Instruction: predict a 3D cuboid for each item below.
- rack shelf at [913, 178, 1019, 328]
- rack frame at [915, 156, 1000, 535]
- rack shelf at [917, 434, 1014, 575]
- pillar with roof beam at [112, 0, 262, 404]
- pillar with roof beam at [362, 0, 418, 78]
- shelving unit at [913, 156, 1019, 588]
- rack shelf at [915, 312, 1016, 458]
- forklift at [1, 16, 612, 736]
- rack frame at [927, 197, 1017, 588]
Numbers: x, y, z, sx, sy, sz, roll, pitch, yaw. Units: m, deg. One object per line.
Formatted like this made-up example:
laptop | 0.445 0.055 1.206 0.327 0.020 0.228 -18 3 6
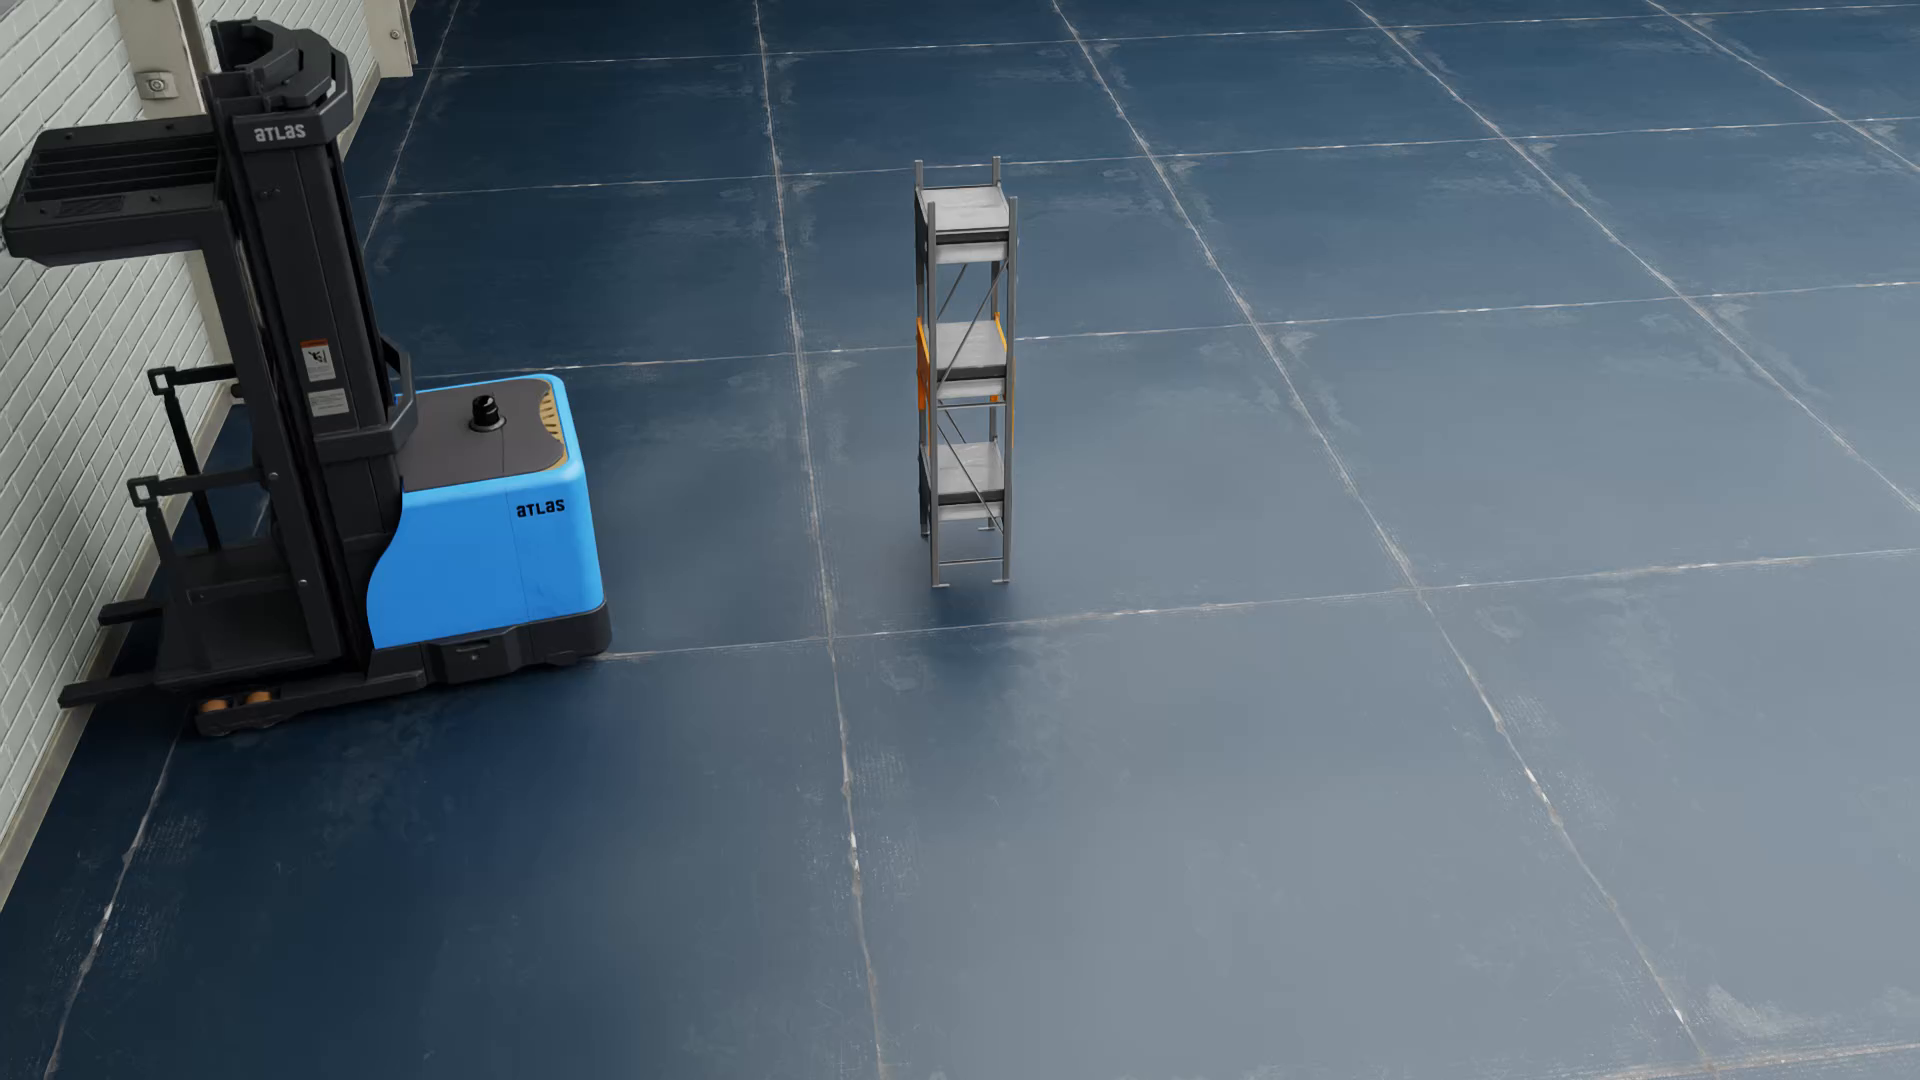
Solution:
rack shelf | 0.022 -1.342 7.765 0.431 0.518 0.480 -4 35 -6
rack frame | -0.011 -0.911 8.352 0.400 2.100 0.015 -4 35 -6
rack shelf | 0.022 -0.186 8.554 0.431 0.518 0.480 -4 35 -6
pillar with roof beam | -0.059 -4.987 8.206 9.100 9.000 0.400 -4 35 -6
pillar with roof beam | -0.866 -8.335 13.119 9.100 9.000 0.400 -4 35 -6
shelving unit | 0.022 -0.775 8.152 0.431 2.100 0.503 -4 35 -6
rack shelf | 0.022 -0.764 8.159 0.431 0.518 0.480 -4 35 -6
forklift | -3.257 -0.651 7.232 3.031 2.935 1.130 -10 36 -14
rack frame | 0.055 -0.639 7.952 0.400 2.100 0.015 -4 35 -6
